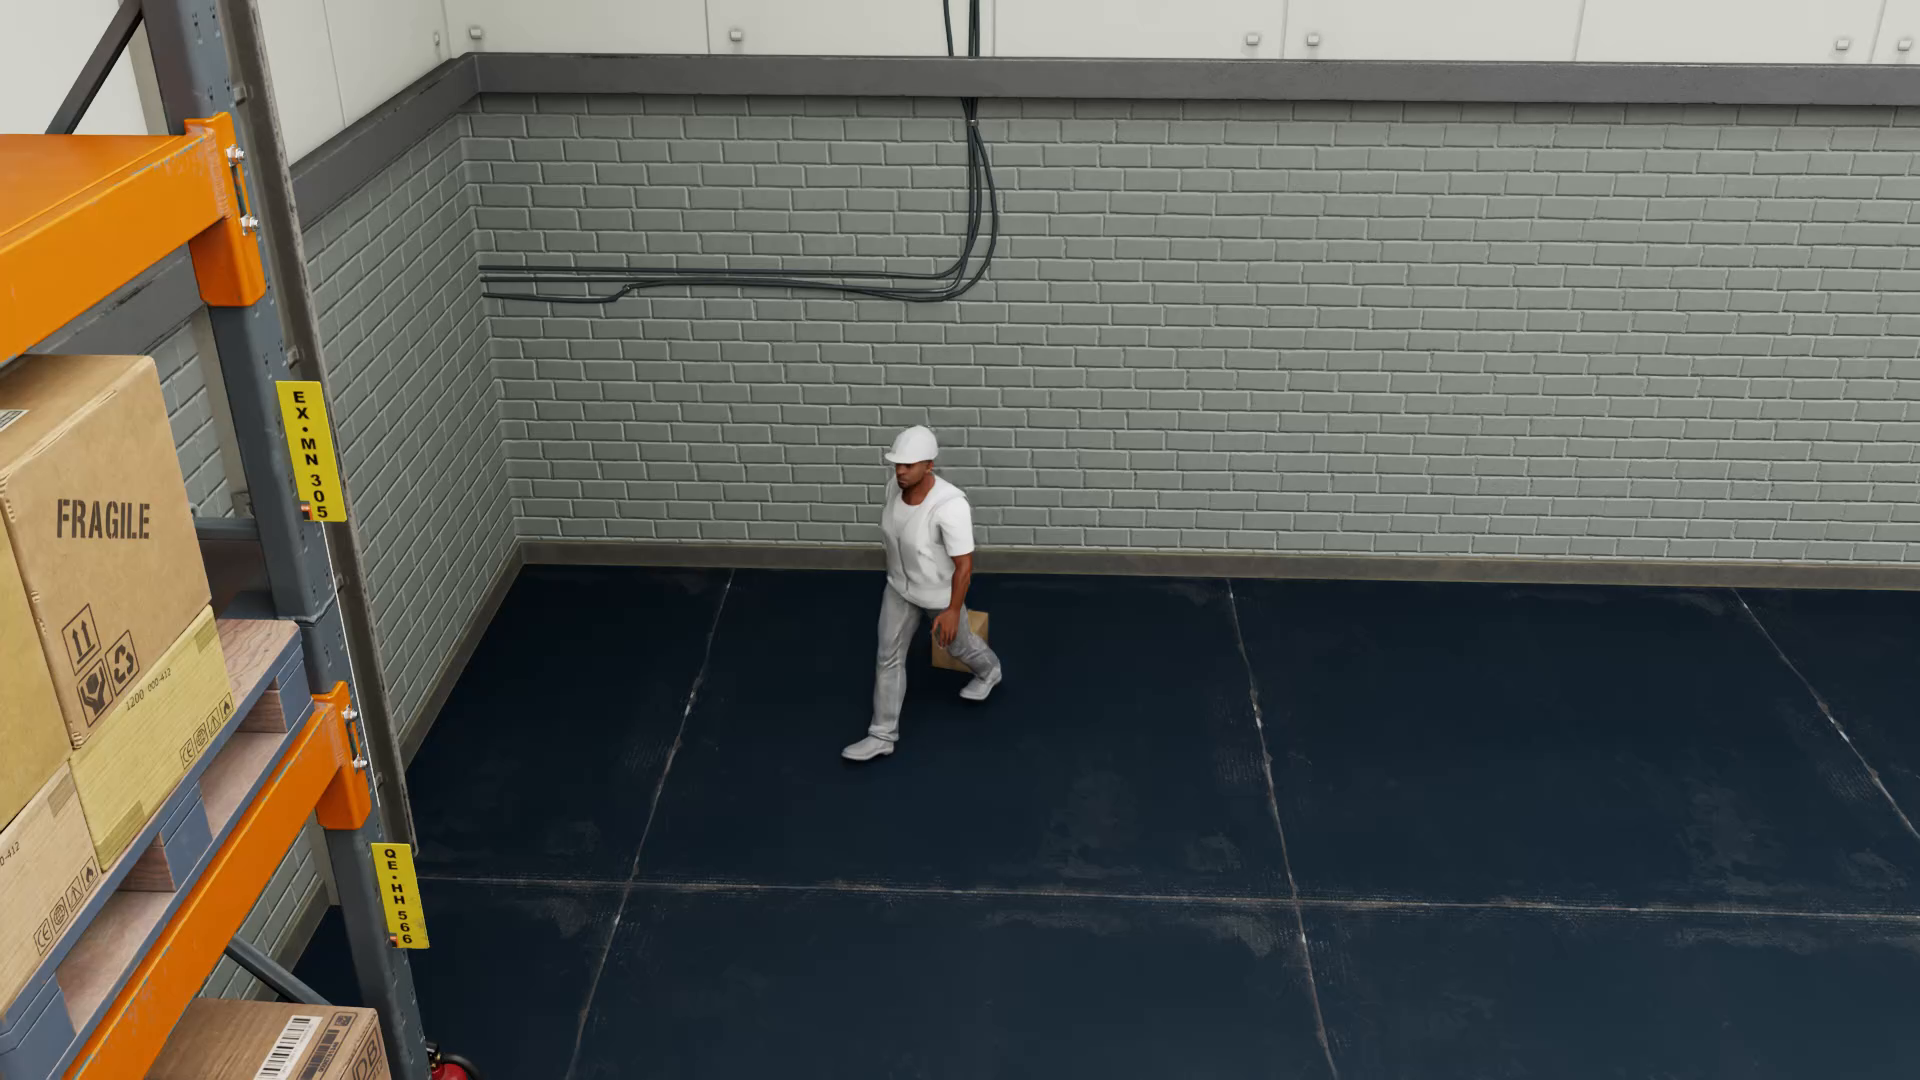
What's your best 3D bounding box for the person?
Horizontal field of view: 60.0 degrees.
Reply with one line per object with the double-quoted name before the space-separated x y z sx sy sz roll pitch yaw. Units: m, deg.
"person" -0.155 0.228 8.189 0.599 1.720 1.064 21 34 34
